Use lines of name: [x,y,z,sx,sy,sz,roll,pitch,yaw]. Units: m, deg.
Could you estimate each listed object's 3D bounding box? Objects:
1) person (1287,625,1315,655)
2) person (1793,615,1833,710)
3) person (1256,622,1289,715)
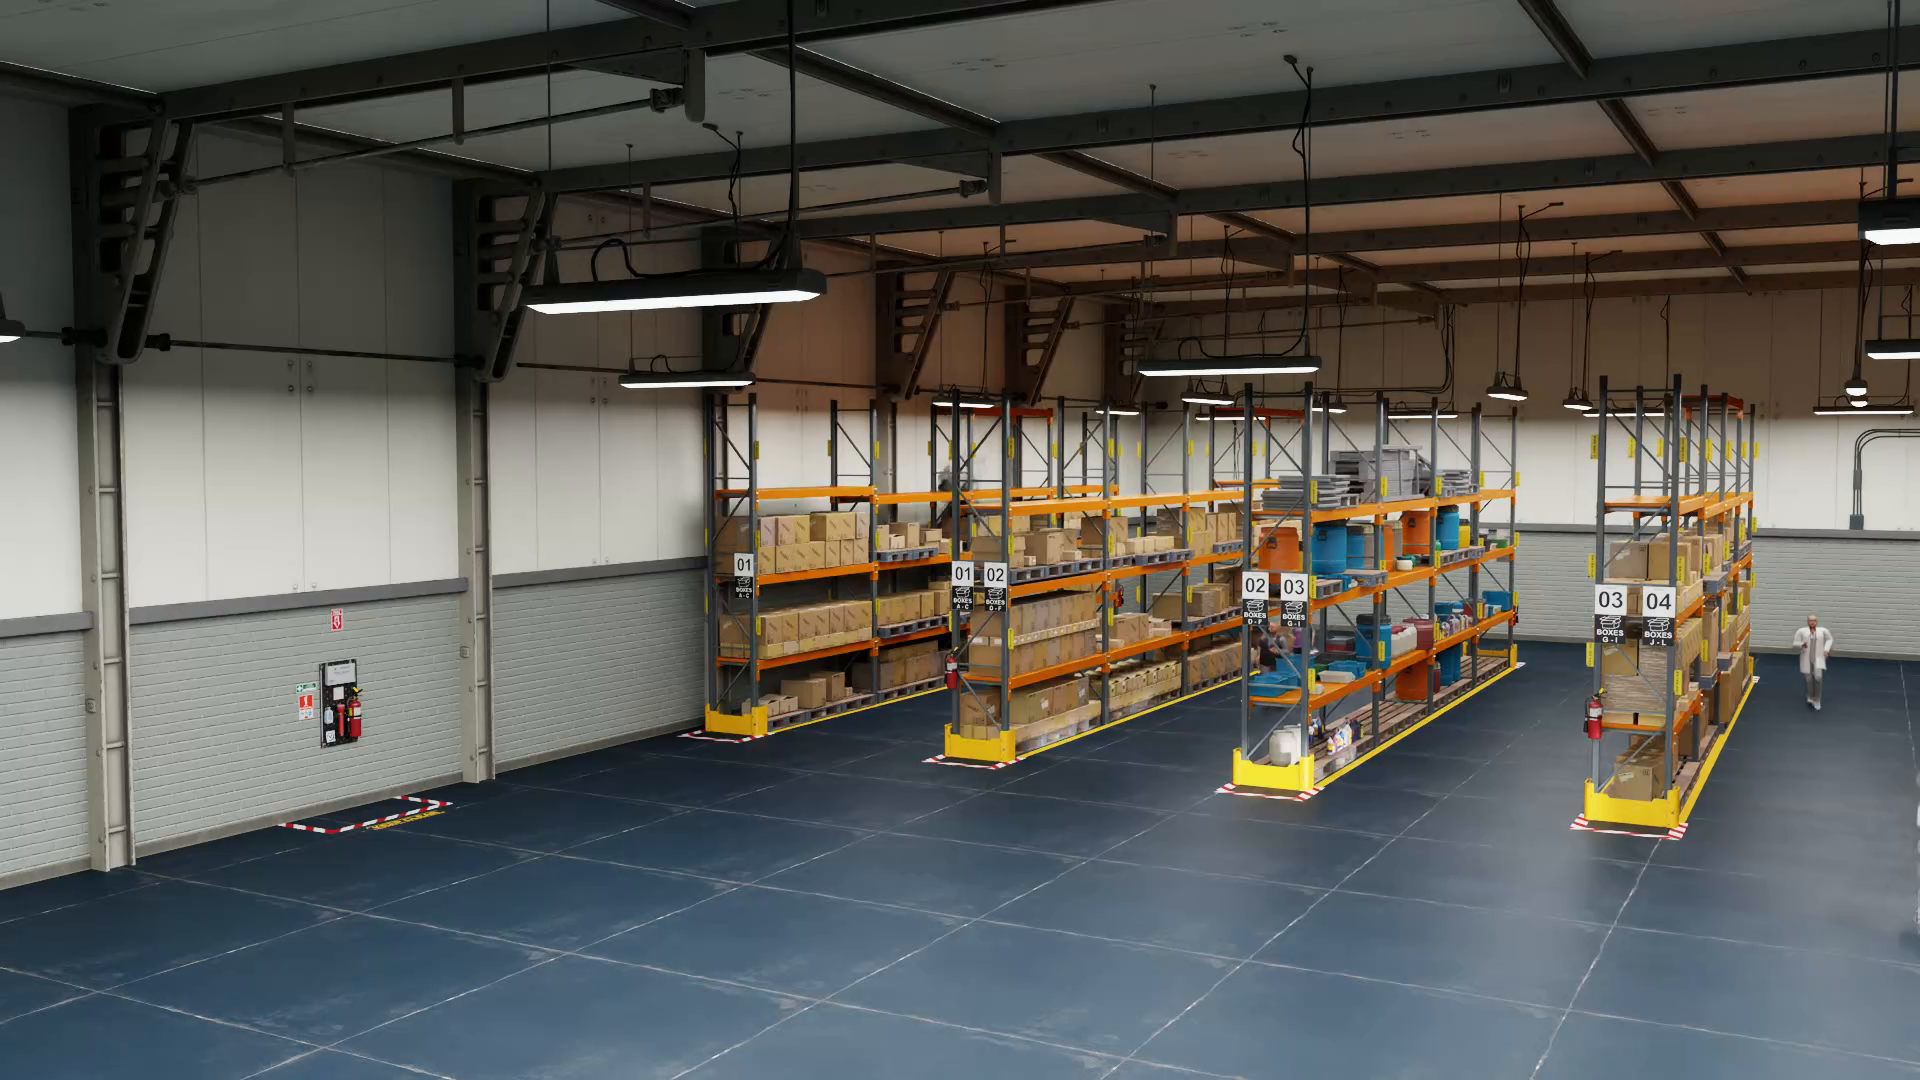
person: [7.216,2.298,35.228,0.550,1.635,0.751,1,3,22]
person: [16.578,2.378,32.351,0.684,1.843,0.842,2,4,29]
person: [5.926,2.410,31.592,0.652,1.714,0.960,1,3,21]
